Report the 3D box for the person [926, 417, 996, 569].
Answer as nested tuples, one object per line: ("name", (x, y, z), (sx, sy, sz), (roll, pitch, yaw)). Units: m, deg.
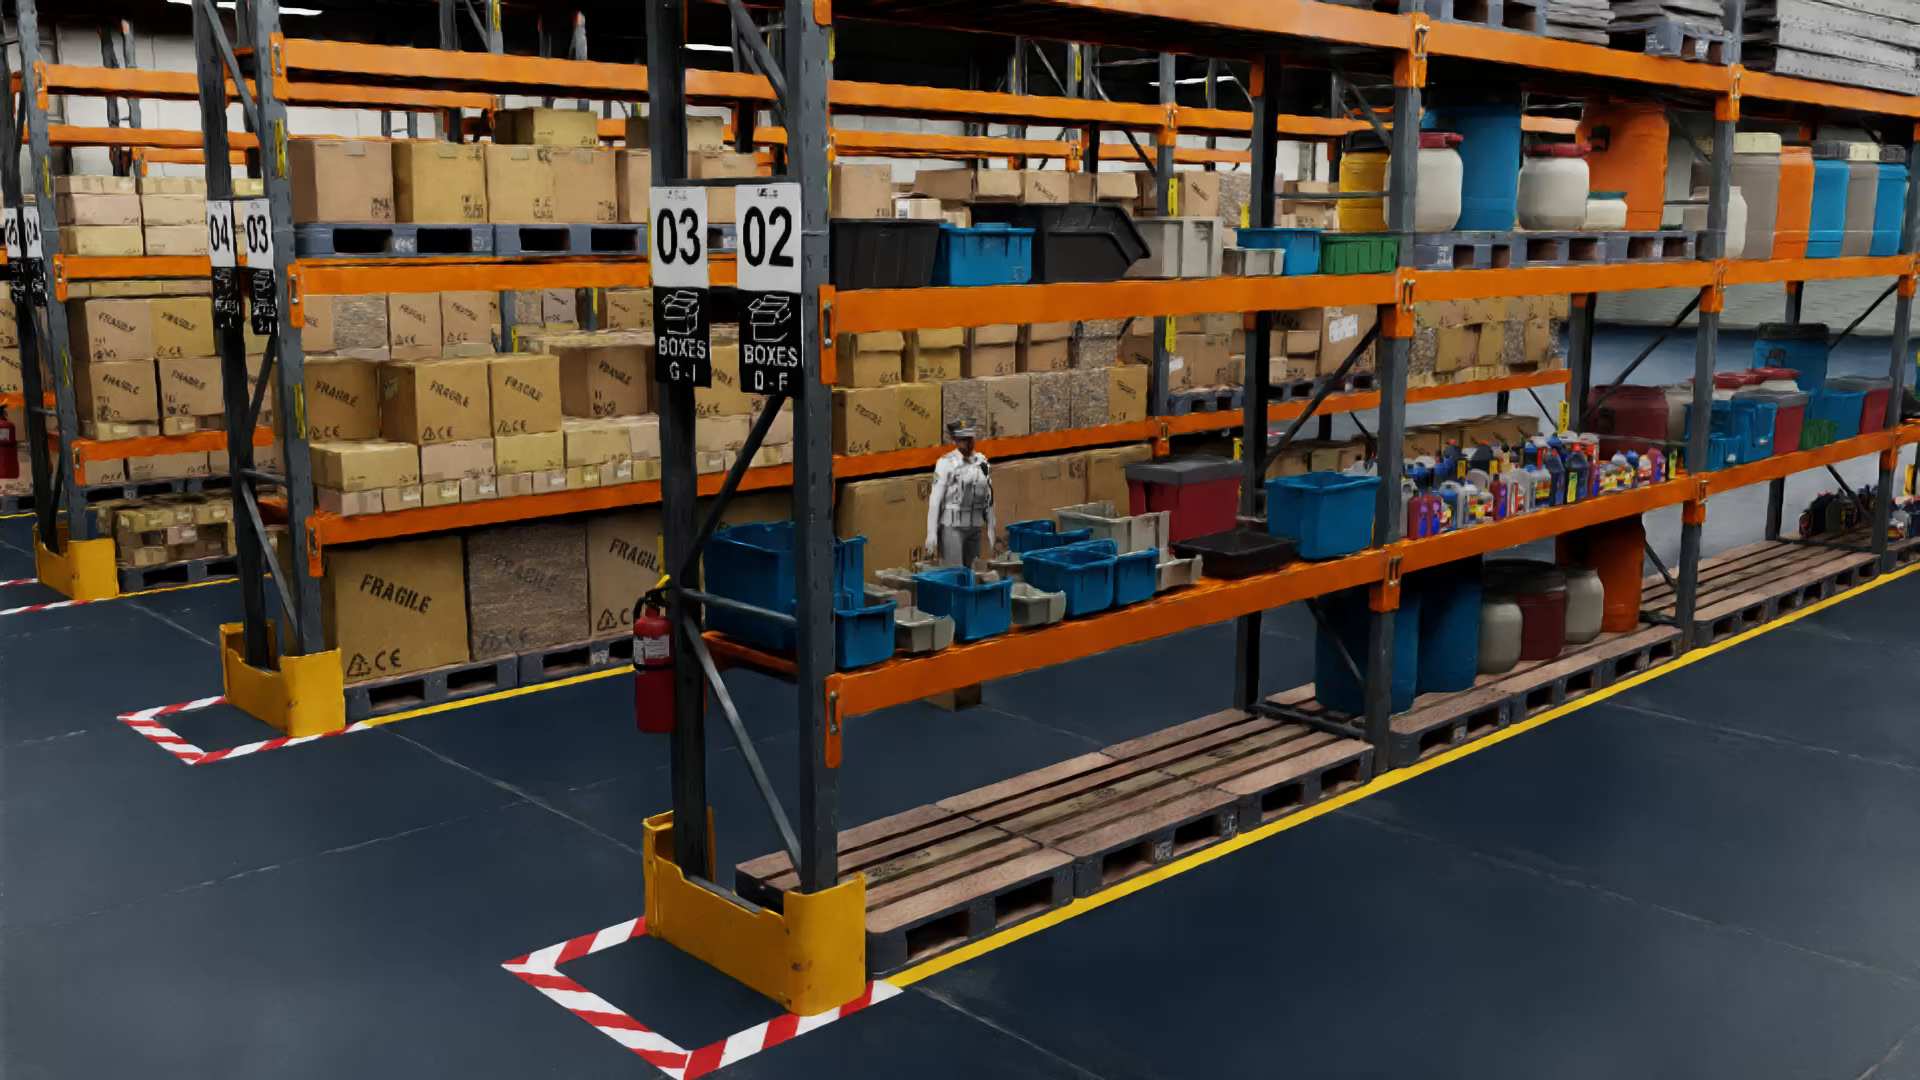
("person", (0.021, -0.067, 12.115), (0.600, 1.668, 0.553), (-8, 13, -38))
